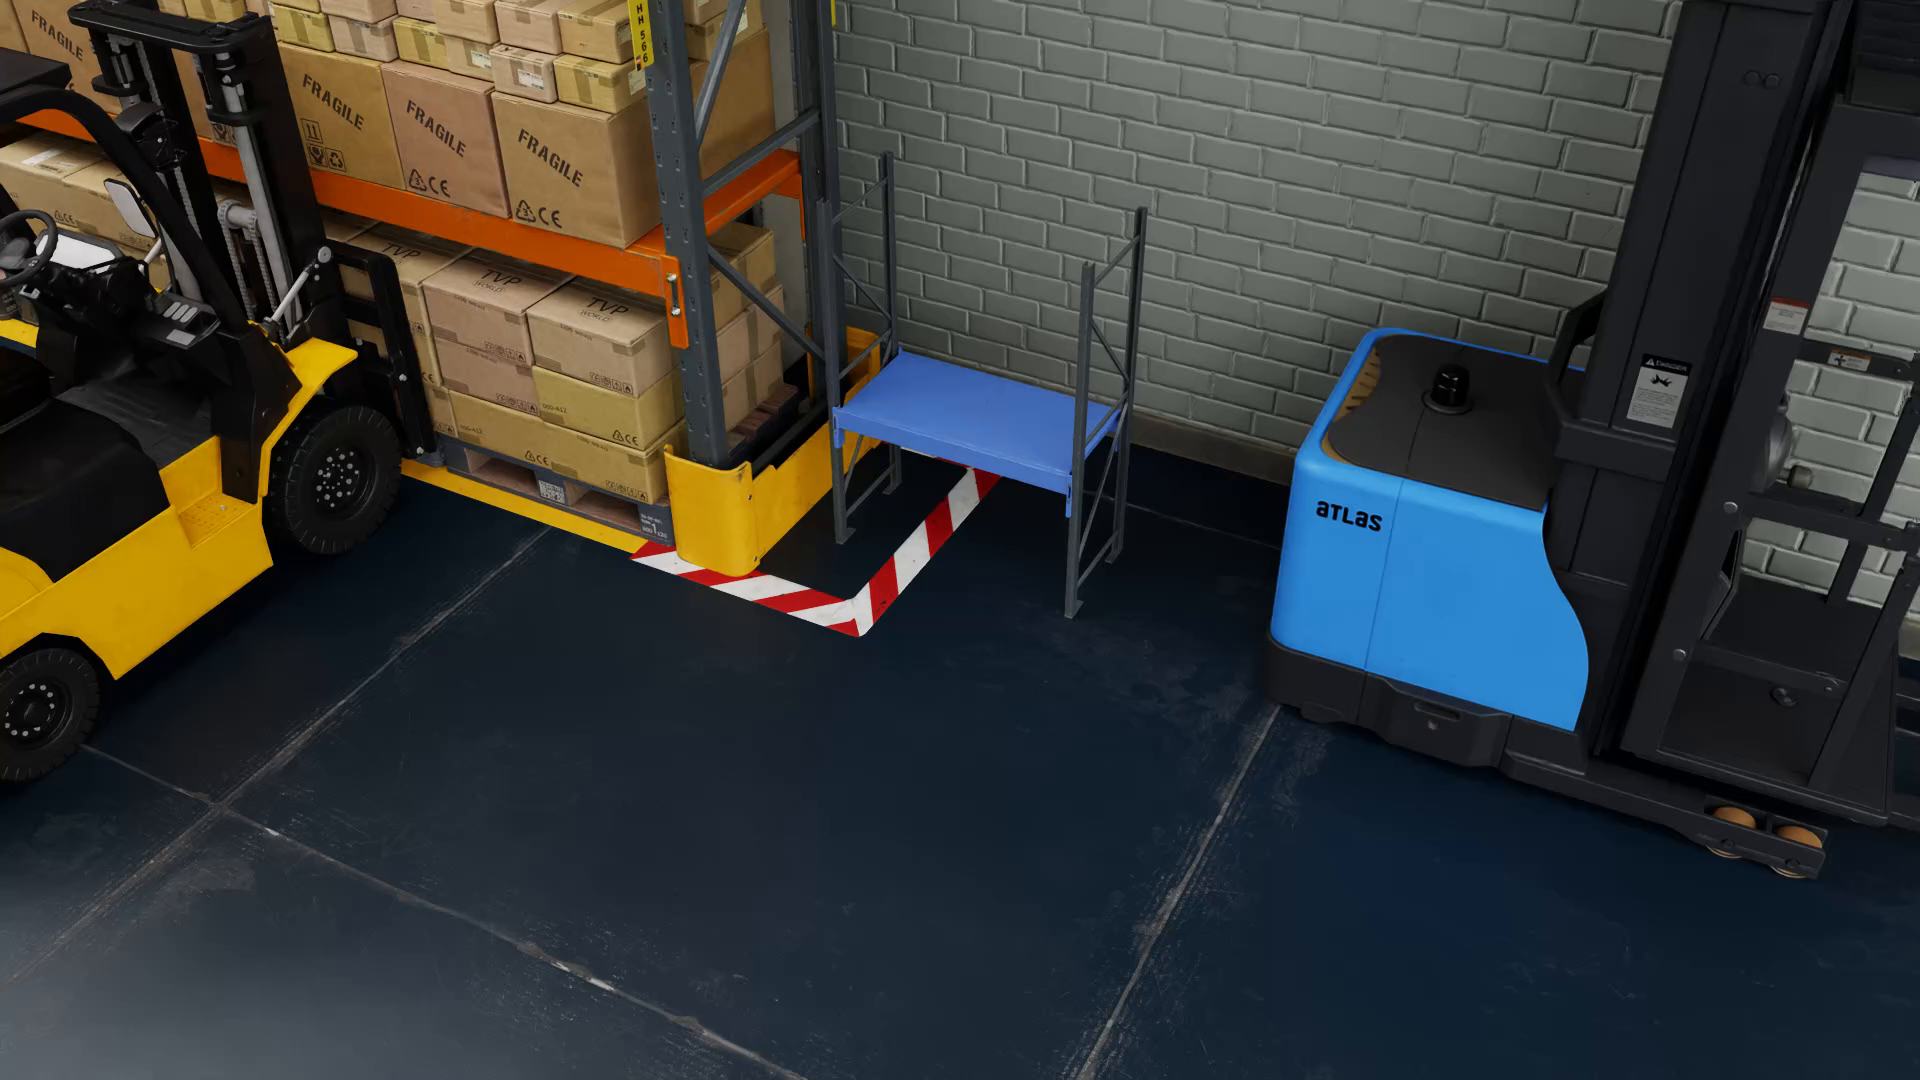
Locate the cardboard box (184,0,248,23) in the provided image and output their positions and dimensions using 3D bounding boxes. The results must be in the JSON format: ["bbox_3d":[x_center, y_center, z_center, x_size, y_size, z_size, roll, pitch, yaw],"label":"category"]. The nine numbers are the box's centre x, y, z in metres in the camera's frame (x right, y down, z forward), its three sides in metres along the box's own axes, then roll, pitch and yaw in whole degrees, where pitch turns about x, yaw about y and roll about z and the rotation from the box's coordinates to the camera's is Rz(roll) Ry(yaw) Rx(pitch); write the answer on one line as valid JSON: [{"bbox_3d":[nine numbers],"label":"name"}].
[{"bbox_3d":[-2.787,-2.143,6.473,0.250,0.149,0.380,17,40,21],"label":"cardboard box"}]

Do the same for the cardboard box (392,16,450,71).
[{"bbox_3d":[-1.855,-1.883,6.130,0.250,0.149,0.380,17,40,21],"label":"cardboard box"}]

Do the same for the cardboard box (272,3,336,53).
[{"bbox_3d":[-2.348,-1.991,6.273,0.250,0.149,0.380,18,41,22],"label":"cardboard box"}]

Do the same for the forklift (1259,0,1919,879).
[{"bbox_3d":[2.627,-0.455,4.925,3.031,2.935,1.130,16,40,20],"label":"forklift"}]

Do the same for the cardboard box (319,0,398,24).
[{"bbox_3d":[-2.123,-2.039,6.089,0.250,0.149,0.380,18,41,23],"label":"cardboard box"}]

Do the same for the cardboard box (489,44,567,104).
[{"bbox_3d":[-1.438,-1.703,5.893,0.250,0.149,0.380,18,41,22],"label":"cardboard box"}]

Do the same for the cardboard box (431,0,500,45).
[{"bbox_3d":[-1.654,-1.917,5.929,0.250,0.149,0.380,18,41,22],"label":"cardboard box"}]

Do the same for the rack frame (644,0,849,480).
[{"bbox_3d":[-0.761,-1.403,6.118,0.127,3.000,1.000,17,41,21],"label":"rack frame"}]

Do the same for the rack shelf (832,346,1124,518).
[{"bbox_3d":[0.076,-0.430,6.374,1.000,0.185,0.538,17,41,21],"label":"rack shelf"}]

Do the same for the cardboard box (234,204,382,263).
[{"bbox_3d":[-2.669,-1.253,7.020,0.500,0.250,0.500,17,40,21],"label":"cardboard box"}]

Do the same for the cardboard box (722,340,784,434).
[{"bbox_3d":[-1.107,-0.717,7.140,0.500,0.250,0.500,18,41,22],"label":"cardboard box"}]

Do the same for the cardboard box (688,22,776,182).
[{"bbox_3d":[-1.073,-1.730,6.465,0.500,0.500,0.500,19,41,23],"label":"cardboard box"}]

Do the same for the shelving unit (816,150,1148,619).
[{"bbox_3d":[0.076,-0.574,6.265,1.048,1.500,0.538,17,41,21],"label":"shelving unit"}]

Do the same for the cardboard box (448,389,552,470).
[{"bbox_3d":[-1.761,-0.580,6.960,0.500,0.250,0.500,17,41,21],"label":"cardboard box"}]

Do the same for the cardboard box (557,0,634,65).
[{"bbox_3d":[-1.176,-1.806,5.784,0.250,0.149,0.380,17,41,22],"label":"cardboard box"}]

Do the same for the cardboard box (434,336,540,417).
[{"bbox_3d":[-1.777,-0.787,6.820,0.500,0.250,0.500,17,40,21],"label":"cardboard box"}]

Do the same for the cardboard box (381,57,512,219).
[{"bbox_3d":[-1.775,-1.588,6.279,0.500,0.500,0.500,19,41,23],"label":"cardboard box"}]

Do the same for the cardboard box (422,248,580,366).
[{"bbox_3d":[-1.769,-0.973,6.651,0.500,0.250,0.500,18,41,22],"label":"cardboard box"}]

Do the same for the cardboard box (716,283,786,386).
[{"bbox_3d":[-1.083,-0.917,6.990,0.500,0.250,0.500,18,41,22],"label":"cardboard box"}]

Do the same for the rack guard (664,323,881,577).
[{"bbox_3d":[-0.740,-0.401,6.865,0.348,0.500,1.175,17,41,21],"label":"rack guard"}]

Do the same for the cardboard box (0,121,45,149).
[{"bbox_3d":[-4.781,-1.876,8.357,0.625,0.625,0.875,19,41,23],"label":"cardboard box"}]

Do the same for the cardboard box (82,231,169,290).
[{"bbox_3d":[-3.577,-1.348,7.558,0.500,0.250,0.500,17,40,21],"label":"cardboard box"}]

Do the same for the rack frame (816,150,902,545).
[{"bbox_3d":[-0.376,-0.715,6.451,0.032,1.500,0.500,17,41,21],"label":"rack frame"}]

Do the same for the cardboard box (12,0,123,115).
[{"bbox_3d":[-3.569,-2.156,7.027,0.500,0.500,0.500,18,41,22],"label":"cardboard box"}]

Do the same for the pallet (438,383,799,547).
[{"bbox_3d":[-1.459,-0.483,7.211,1.213,0.211,1.003,17,41,21],"label":"pallet"}]

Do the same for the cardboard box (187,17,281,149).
[{"bbox_3d":[-2.682,-1.864,6.643,0.500,0.500,0.500,18,41,22],"label":"cardboard box"}]

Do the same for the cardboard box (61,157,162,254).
[{"bbox_3d":[-3.578,-1.535,7.392,0.500,0.250,0.500,17,41,22],"label":"cardboard box"}]

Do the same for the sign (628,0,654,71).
[{"bbox_3d":[-1.023,-1.671,5.317,0.005,0.325,0.100,17,41,21],"label":"sign"}]

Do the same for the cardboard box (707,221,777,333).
[{"bbox_3d":[-1.101,-1.109,6.830,0.500,0.250,0.500,17,40,21],"label":"cardboard box"}]

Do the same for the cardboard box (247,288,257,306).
[{"bbox_3d":[-2.688,-1.061,7.180,0.500,0.250,0.500,17,40,21],"label":"cardboard box"}]

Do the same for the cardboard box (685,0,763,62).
[{"bbox_3d":[-0.943,-1.935,6.199,0.250,0.149,0.380,16,40,20],"label":"cardboard box"}]

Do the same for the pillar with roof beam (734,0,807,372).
[{"bbox_3d":[-2.945,-2.159,2.152,0.400,9.000,9.100,17,41,21],"label":"pillar with roof beam"}]
